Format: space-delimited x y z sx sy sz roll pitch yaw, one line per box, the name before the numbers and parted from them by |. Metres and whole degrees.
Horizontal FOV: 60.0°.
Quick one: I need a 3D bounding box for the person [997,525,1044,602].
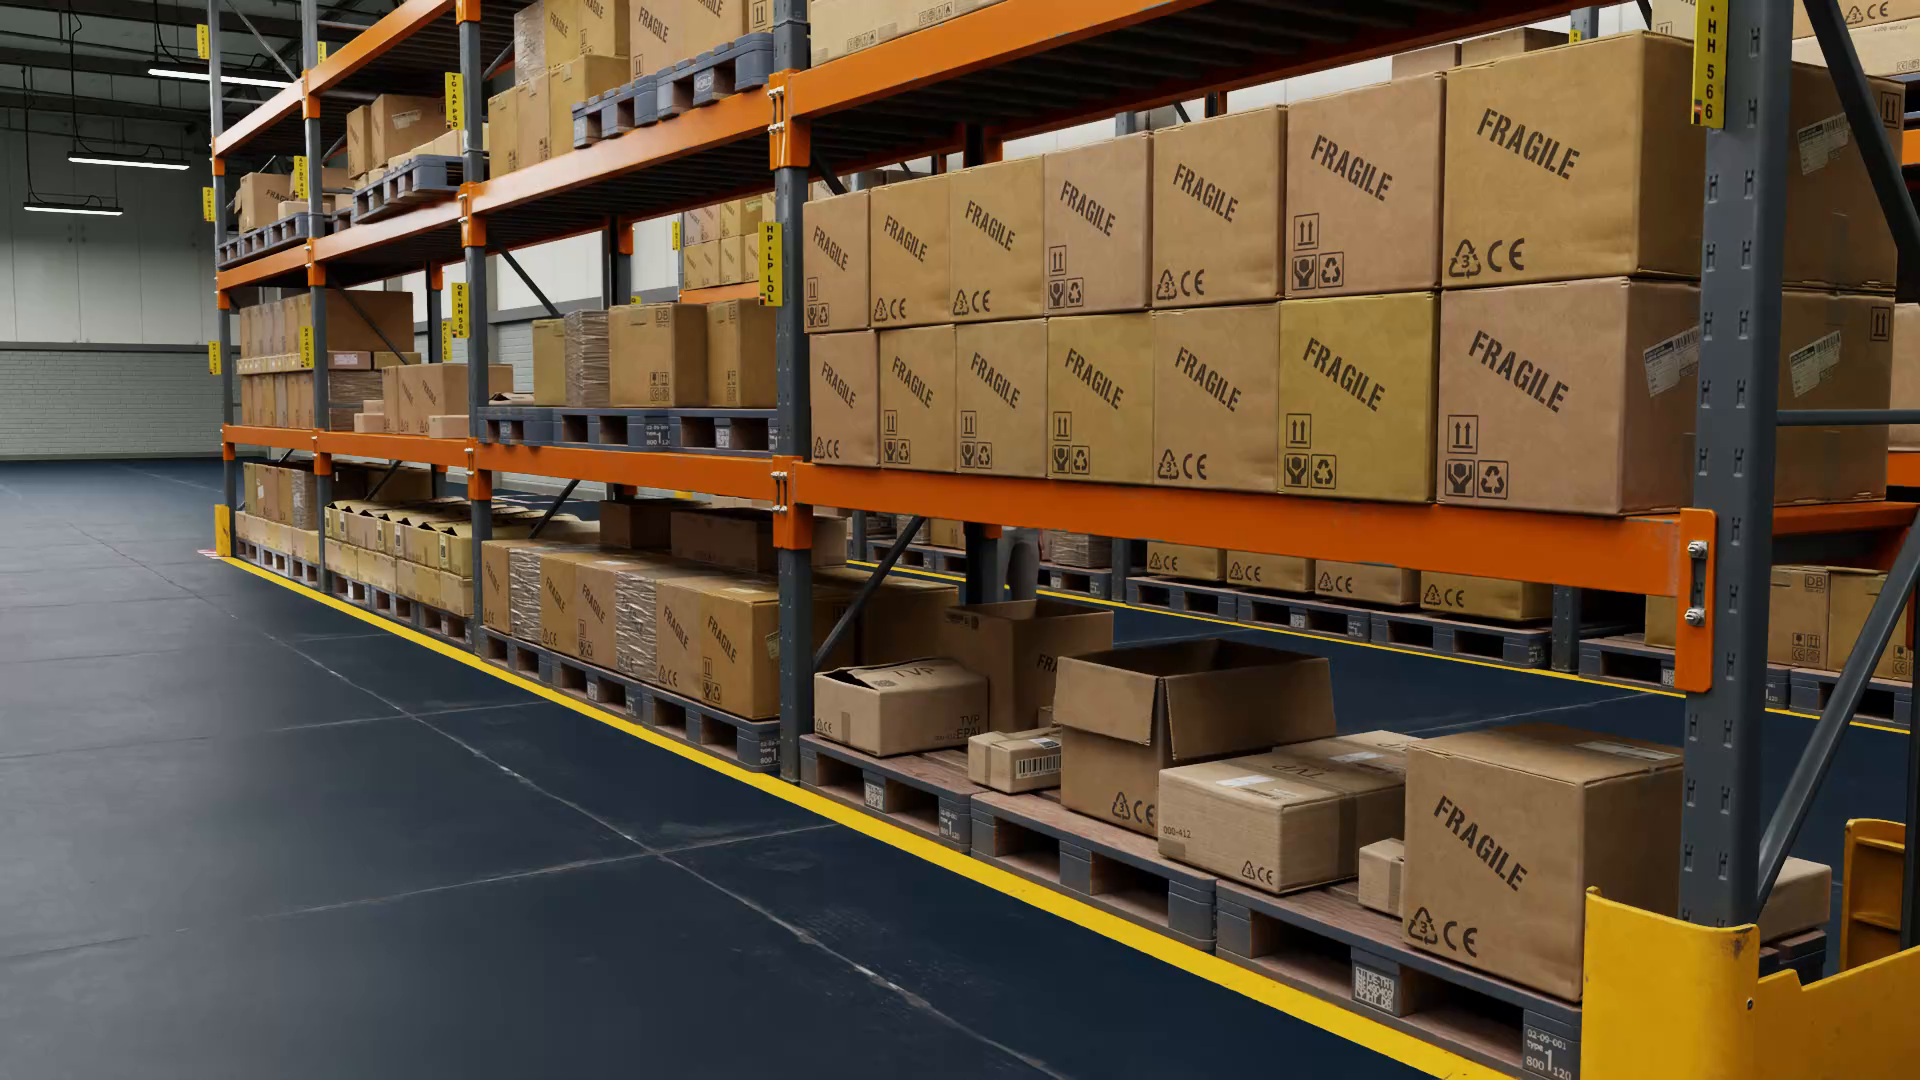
person | 0.260 -0.023 8.837 0.436 1.697 0.339 -3 6 -32
